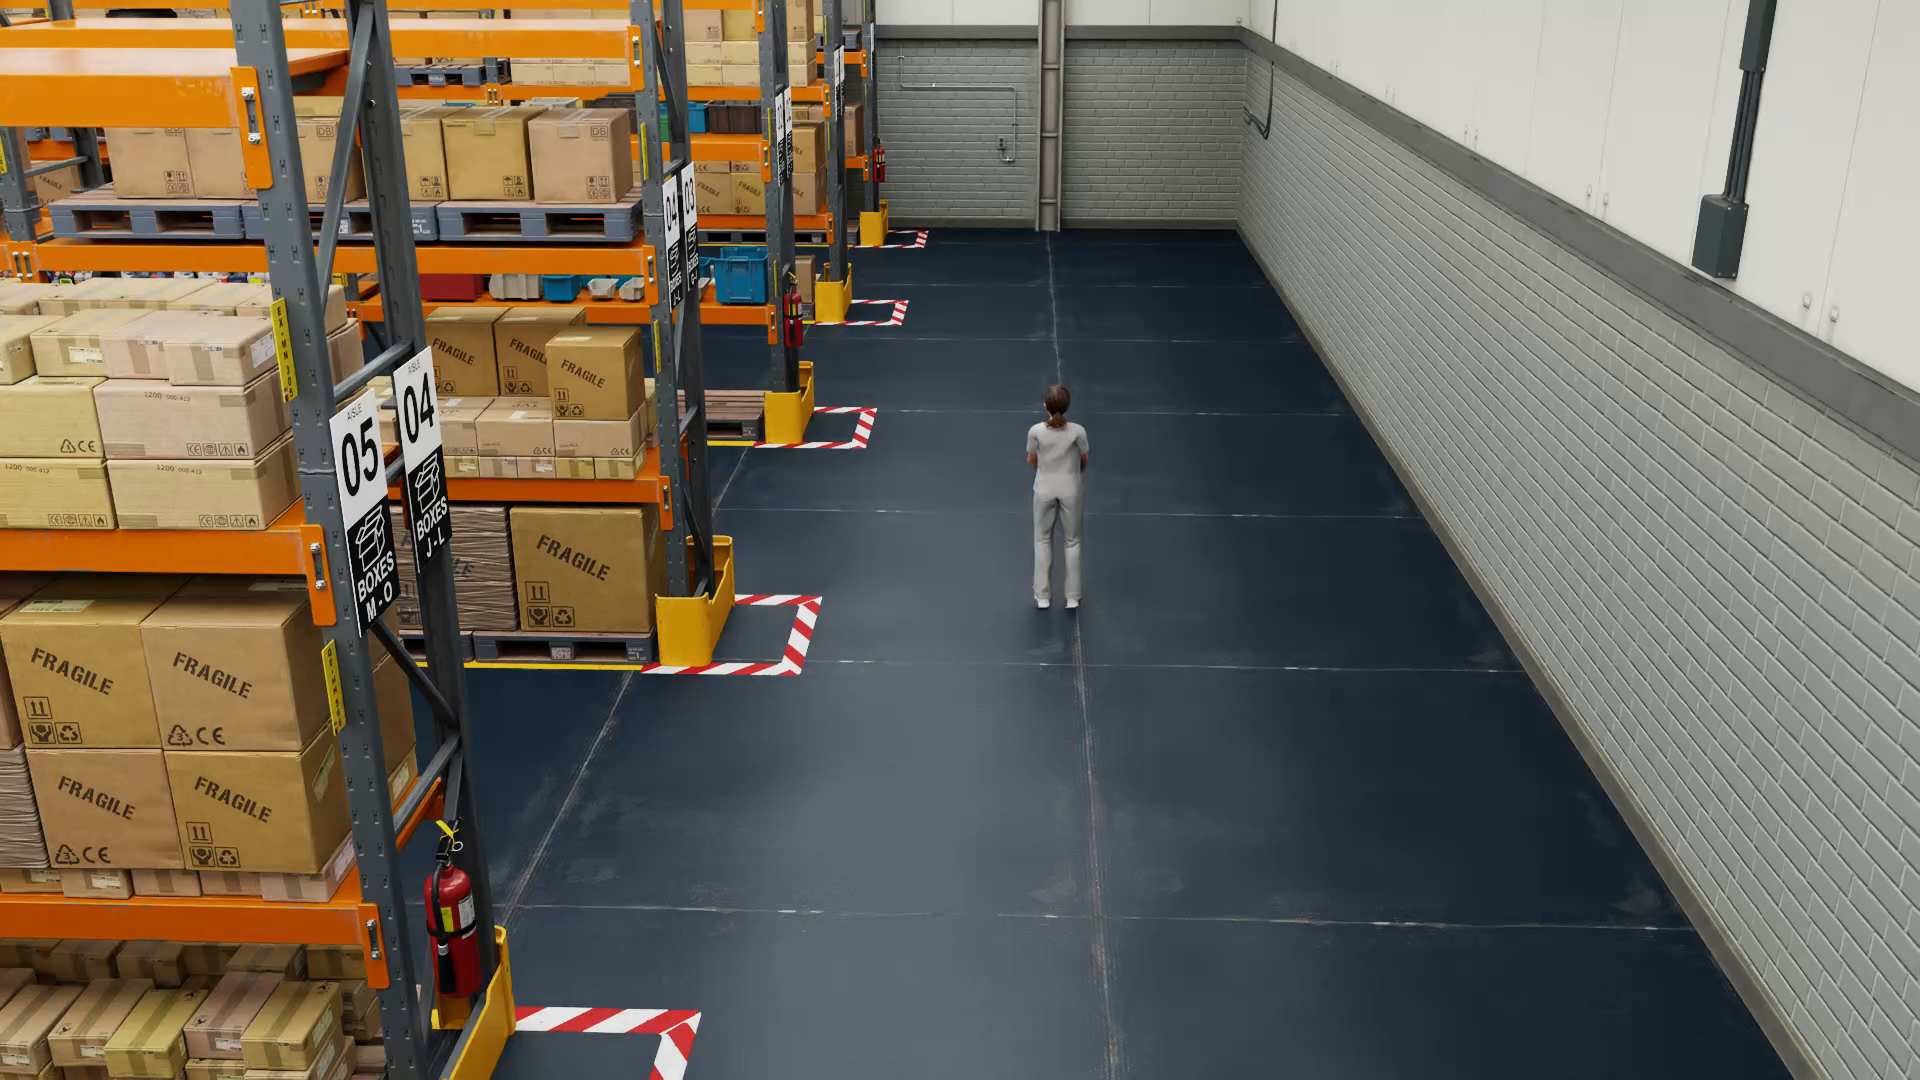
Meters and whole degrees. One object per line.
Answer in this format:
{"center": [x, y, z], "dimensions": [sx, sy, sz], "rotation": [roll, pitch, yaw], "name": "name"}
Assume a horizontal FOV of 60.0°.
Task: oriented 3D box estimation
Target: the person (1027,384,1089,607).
{"center": [0.704, -0.340, 11.976], "dimensions": [0.445, 1.673, 0.544], "rotation": [3, 21, 7], "name": "person"}
